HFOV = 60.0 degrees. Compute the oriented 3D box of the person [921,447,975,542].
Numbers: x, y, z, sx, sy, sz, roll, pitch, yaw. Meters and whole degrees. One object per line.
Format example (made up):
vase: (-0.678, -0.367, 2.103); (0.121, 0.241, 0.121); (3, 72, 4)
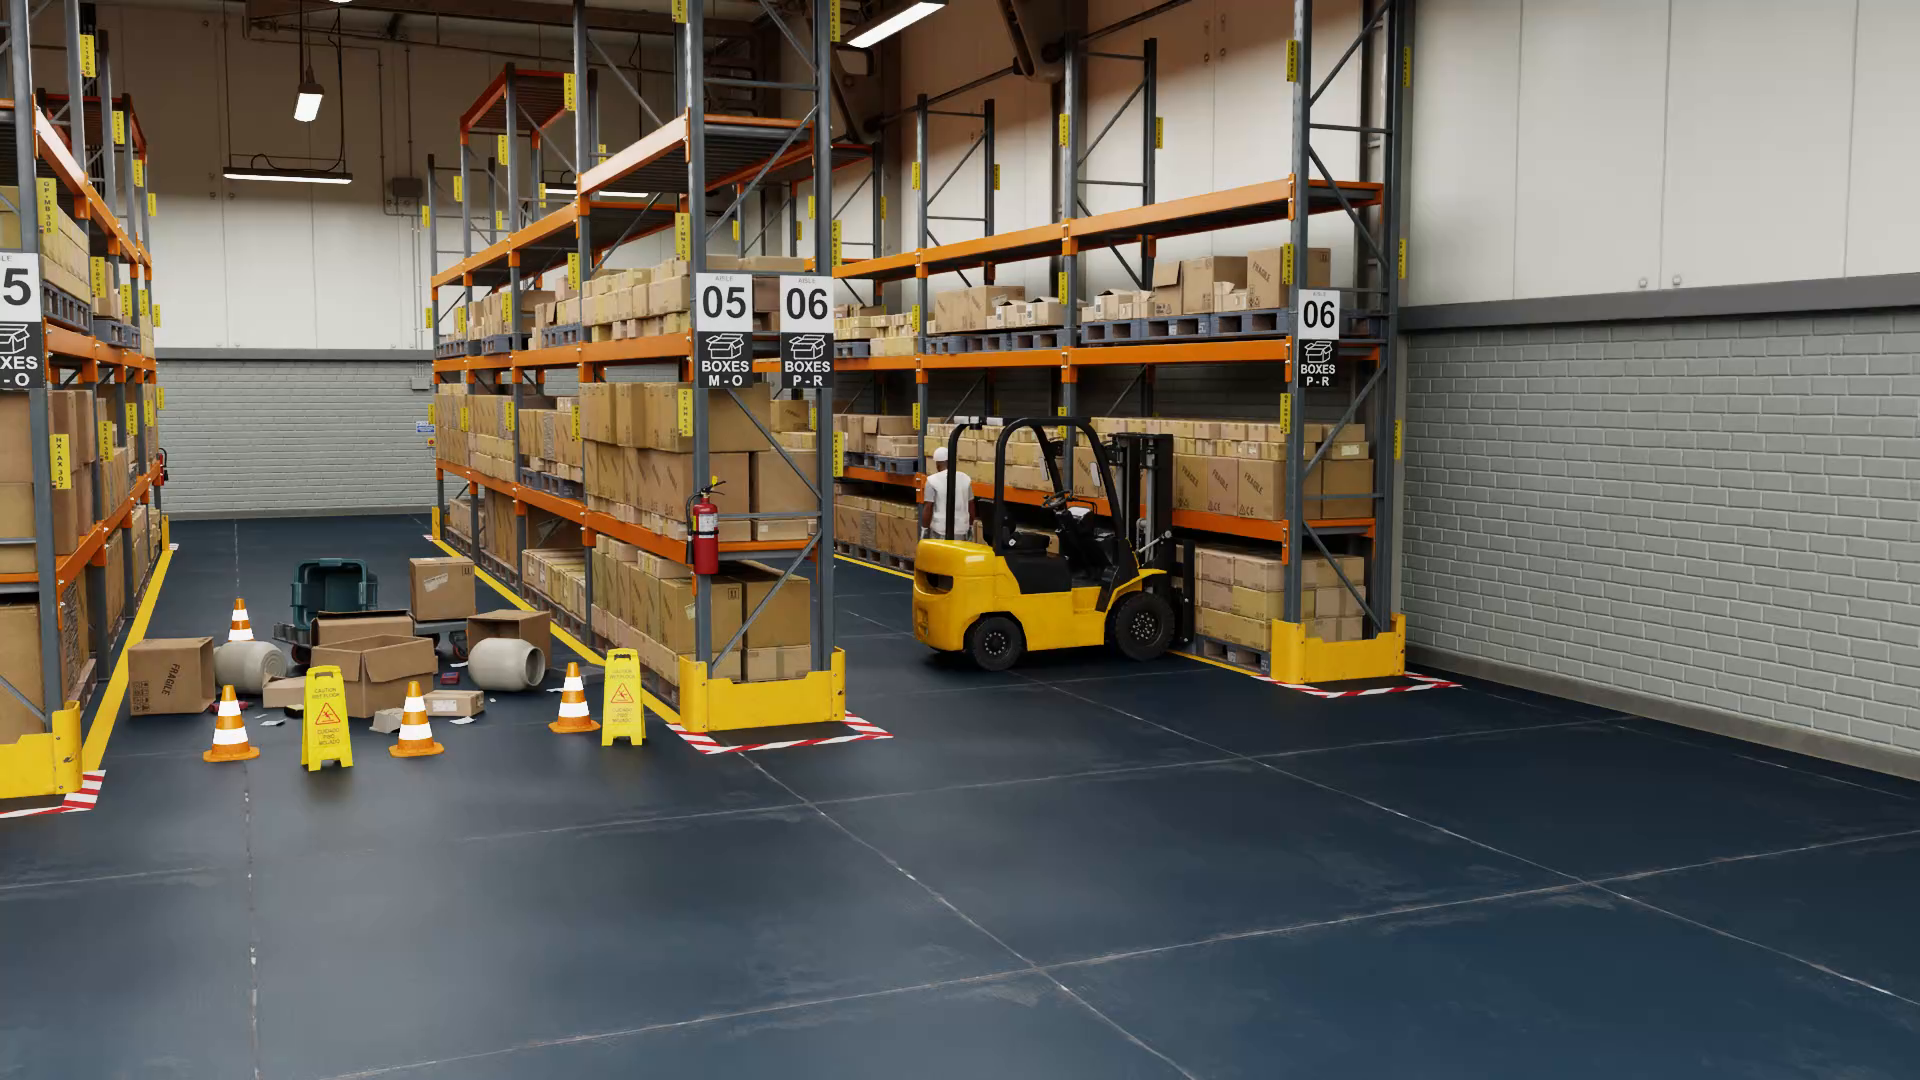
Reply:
person: (-0.129, -0.102, 17.746); (0.617, 1.774, 0.447); (-3, 6, -26)
